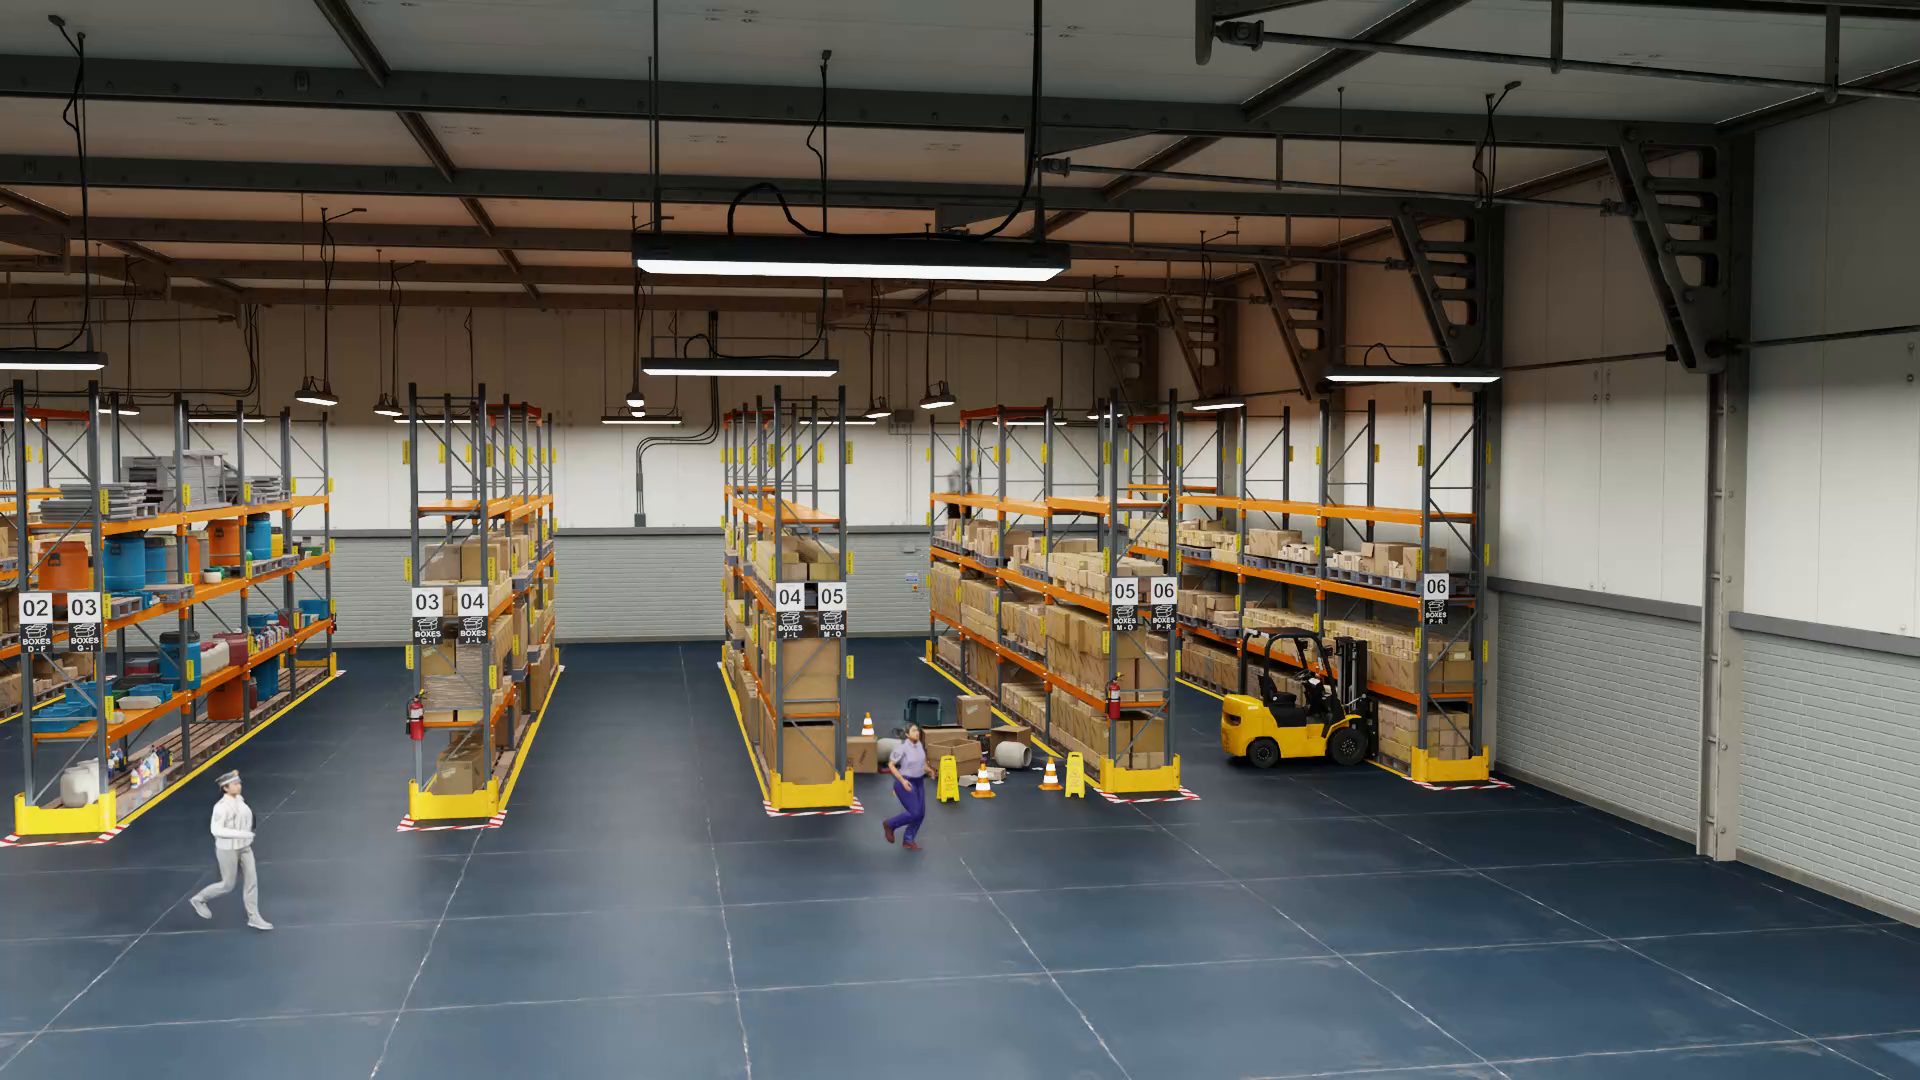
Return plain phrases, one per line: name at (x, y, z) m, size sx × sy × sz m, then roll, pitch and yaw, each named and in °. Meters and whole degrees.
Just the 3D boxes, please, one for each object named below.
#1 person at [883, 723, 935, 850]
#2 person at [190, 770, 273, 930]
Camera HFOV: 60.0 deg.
person at (-0.630, 3.133, 21.197) m, size 0.588 × 1.619 × 0.599 m, roll 2°, pitch 4°, yaw 35°
person at (-7.681, 3.262, 17.545) m, size 0.901 × 1.693 × 0.616 m, roll 1°, pitch 3°, yaw 10°
